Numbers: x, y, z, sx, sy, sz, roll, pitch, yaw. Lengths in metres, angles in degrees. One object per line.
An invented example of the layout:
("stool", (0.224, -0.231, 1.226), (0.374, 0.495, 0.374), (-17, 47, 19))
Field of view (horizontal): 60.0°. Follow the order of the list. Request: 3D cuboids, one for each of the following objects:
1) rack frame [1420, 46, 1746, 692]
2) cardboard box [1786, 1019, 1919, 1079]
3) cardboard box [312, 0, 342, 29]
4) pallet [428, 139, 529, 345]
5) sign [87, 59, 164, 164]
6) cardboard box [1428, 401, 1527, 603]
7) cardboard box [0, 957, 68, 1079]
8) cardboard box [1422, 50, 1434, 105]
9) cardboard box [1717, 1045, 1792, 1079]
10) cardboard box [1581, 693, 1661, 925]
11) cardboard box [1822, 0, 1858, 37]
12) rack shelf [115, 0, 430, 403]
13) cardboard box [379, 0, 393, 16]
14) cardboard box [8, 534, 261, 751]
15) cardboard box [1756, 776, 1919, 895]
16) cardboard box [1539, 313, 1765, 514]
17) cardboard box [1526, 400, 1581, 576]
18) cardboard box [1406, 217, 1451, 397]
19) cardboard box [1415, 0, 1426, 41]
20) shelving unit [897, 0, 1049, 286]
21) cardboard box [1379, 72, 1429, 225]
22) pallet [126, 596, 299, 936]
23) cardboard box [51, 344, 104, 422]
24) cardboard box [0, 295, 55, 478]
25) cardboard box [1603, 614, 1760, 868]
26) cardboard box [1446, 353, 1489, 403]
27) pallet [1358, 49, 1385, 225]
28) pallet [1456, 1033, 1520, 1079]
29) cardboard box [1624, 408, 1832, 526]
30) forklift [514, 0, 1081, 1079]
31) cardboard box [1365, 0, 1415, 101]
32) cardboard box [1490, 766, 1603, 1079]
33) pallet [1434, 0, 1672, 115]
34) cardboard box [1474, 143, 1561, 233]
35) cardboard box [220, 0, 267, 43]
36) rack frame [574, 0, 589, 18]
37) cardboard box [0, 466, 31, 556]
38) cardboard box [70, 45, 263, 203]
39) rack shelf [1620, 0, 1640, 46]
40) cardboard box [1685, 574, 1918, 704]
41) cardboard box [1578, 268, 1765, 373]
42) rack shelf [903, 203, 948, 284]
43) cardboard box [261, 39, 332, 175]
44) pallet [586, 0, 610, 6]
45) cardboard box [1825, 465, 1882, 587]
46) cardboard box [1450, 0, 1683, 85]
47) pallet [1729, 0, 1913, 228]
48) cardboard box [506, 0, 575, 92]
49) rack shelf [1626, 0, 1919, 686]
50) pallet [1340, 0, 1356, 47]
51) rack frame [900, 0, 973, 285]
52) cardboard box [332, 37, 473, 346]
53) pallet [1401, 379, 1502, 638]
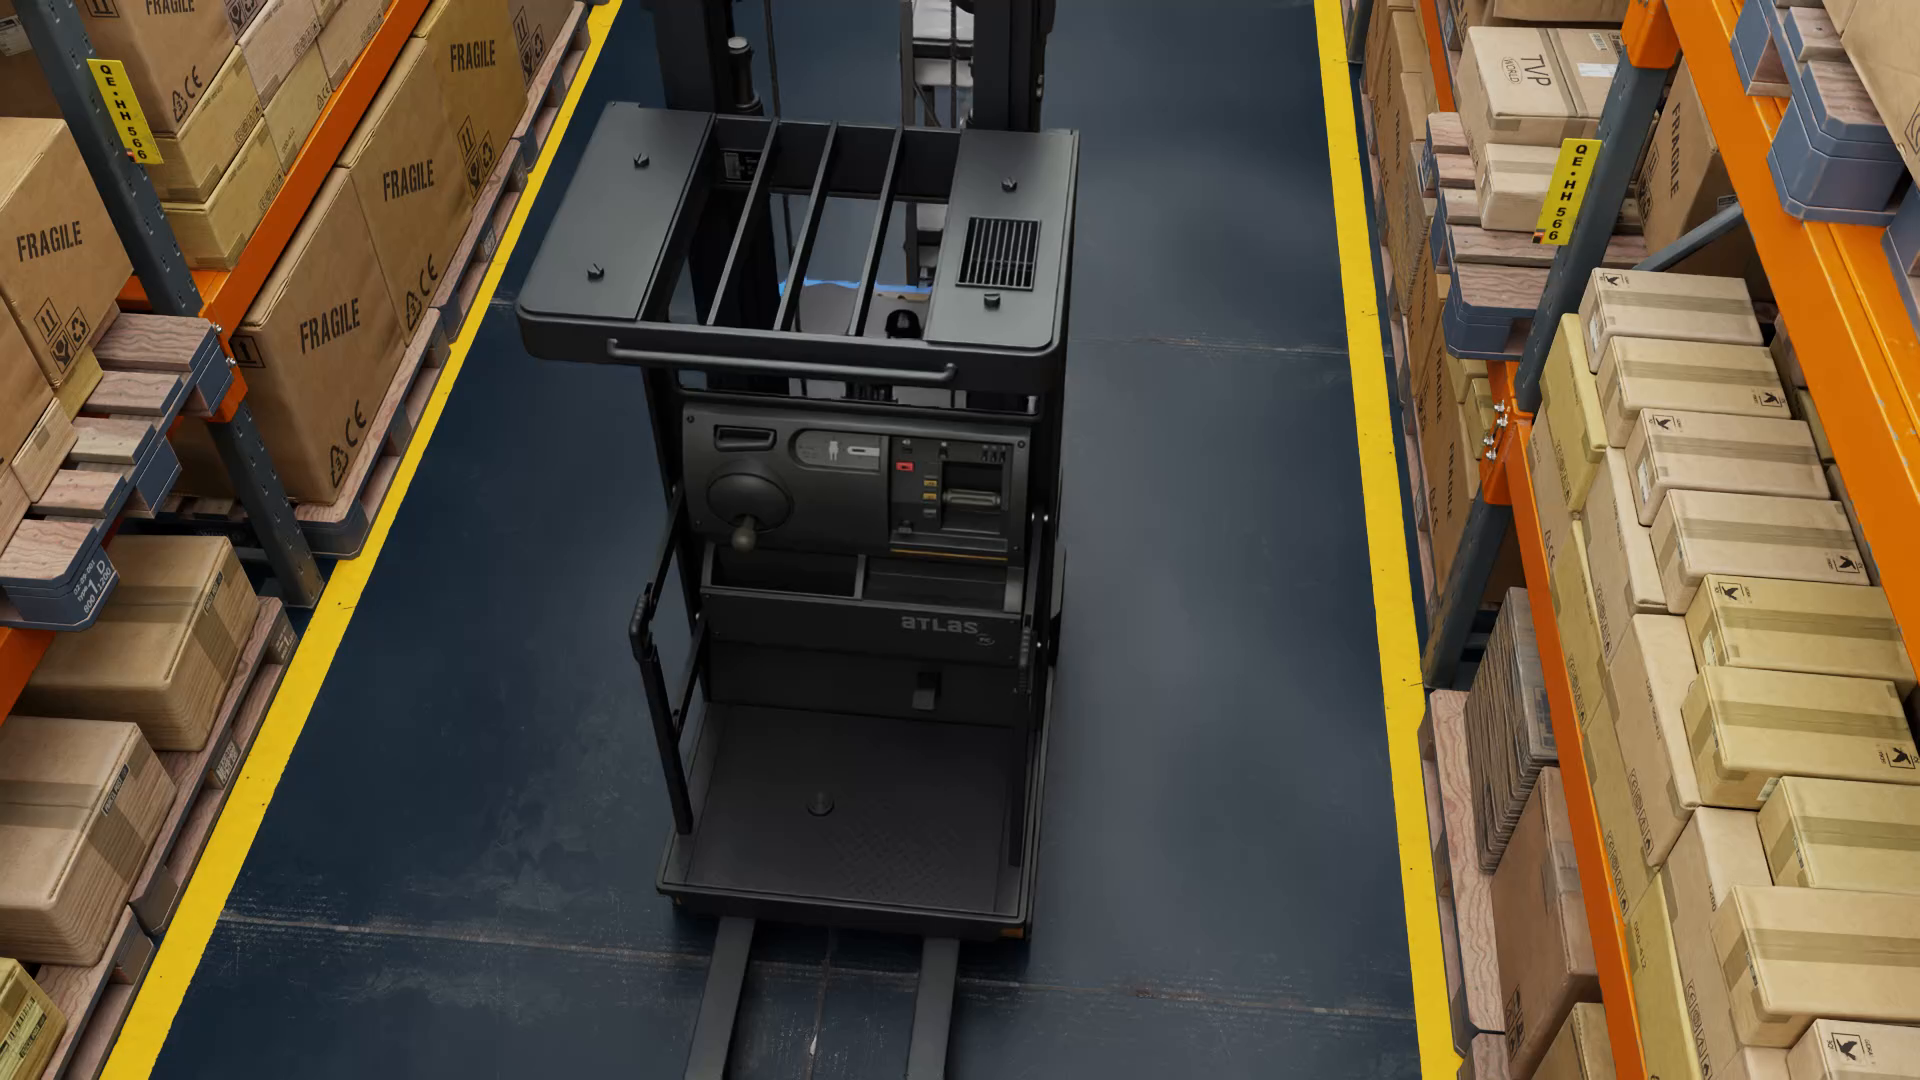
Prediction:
("rack frame", (2.114, -0.504, 4.679), (1.000, 3.000, 0.127), (4, 48, 4))
("cardboard box", (1.647, 0.975, 2.818), (0.380, 0.149, 0.250), (4, 48, 4))
("cardboard box", (-2.431, -2.054, 5.859), (0.500, 0.250, 0.500), (4, 48, 3))
("pallet", (-2.569, -1.363, 7.353), (1.003, 0.211, 1.213), (4, 48, 4))
("sign", (-2.288, -1.170, 4.556), (0.100, 0.325, 0.005), (4, 48, 4))
("cardboard box", (1.939, -0.128, 5.743), (0.500, 0.500, 0.500), (5, 48, 5))
("cardboard box", (-3.025, 1.424, 4.411), (0.950, 0.372, 0.625), (5, 48, 5))
("cardboard box", (2.149, -1.934, 6.955), (0.380, 0.149, 0.250), (4, 48, 3))
("cardboard box", (1.632, 1.185, 2.896), (0.500, 0.250, 0.500), (5, 48, 4))
("cardboard box", (1.740, 0.604, 3.766), (0.500, 0.250, 0.500), (2, 48, 2))
("cardboard box", (1.805, -1.210, 2.871), (0.500, 0.500, 0.500), (4, 48, 4))
("rack shelf", (-2.647, -2.062, 6.591), (1.077, 0.370, 4.000), (4, 48, 4))
("cardboard box", (-2.410, -2.254, 6.380), (0.500, 0.250, 0.500), (4, 48, 4))
("cardboard box", (-2.891, 0.324, 5.417), (0.950, 0.372, 0.625), (1, 48, 1))
("cardboard box", (1.757, 0.604, 3.157), (0.380, 0.149, 0.250), (4, 48, 4))
("cardboard box", (1.806, -0.315, 4.268), (0.500, 0.250, 0.500), (4, 48, 3))
("cardboard box", (1.830, -0.144, 4.451), (0.500, 0.250, 0.500), (4, 48, 4))
("cardboard box", (2.040, -0.880, 6.431), (0.500, 0.500, 0.500), (6, 48, 5))
("cardboard box", (2.221, -2.317, 7.306), (0.380, 0.149, 0.250), (2, 48, 2))
("shelving unit", (0.051, -1.049, 5.787), (0.431, 2.100, 0.503), (5, 48, 4))
("cardboard box", (2.122, -1.643, 7.129), (0.500, 0.500, 0.500), (3, 48, 2))
("pallet", (-2.902, 0.680, 5.485), (1.003, 0.211, 1.213), (4, 48, 4))
("cardboard box", (-2.577, -0.434, 4.500), (0.380, 0.149, 0.250), (5, 48, 4))
("cardboard box", (-2.630, -0.378, 4.009), (0.500, 0.500, 0.500), (3, 48, 3))
("cardboard box", (1.718, 0.438, 3.579), (0.500, 0.250, 0.500), (3, 48, 3))
("cardboard box", (1.901, -0.604, 5.740), (0.380, 0.149, 0.250), (2, 48, 2))
("pallet", (2.442, -1.902, 7.847), (1.003, 0.211, 1.213), (4, 48, 4))
("pallet", (1.886, 1.933, 4.339), (1.003, 0.211, 1.213), (4, 48, 4))
("cardboard box", (1.771, -0.156, 3.852), (0.380, 0.149, 0.250), (5, 48, 5))
("forklift", (-0.301, -0.041, 4.302), (1.130, 2.935, 3.031), (5, 48, 4))
("cardboard box", (2.210, -2.402, 7.823), (0.500, 0.500, 0.500), (6, 48, 5))
("cardboard box", (1.992, 1.093, 4.542), (0.875, 0.625, 0.625), (5, 48, 5))
("pallet", (2.287, -1.869, 6.057), (1.003, 0.211, 1.213), (4, 48, 4))
("cardboard box", (1.792, -1.070, 5.081), (0.380, 0.149, 0.250), (5, 48, 4))
("cardboard box", (-2.505, -1.918, 5.226), (0.500, 0.500, 0.500), (4, 48, 4))
("rack frame", (-2.465, -3.775, 7.670), (1.000, 3.000, 0.127), (4, 48, 4))
("cardboard box", (-2.586, -0.061, 4.159), (0.380, 0.149, 0.250), (2, 48, 2))
("cardboard box", (-2.537, -1.309, 5.178), (0.500, 0.250, 0.500), (4, 48, 3))
("rack shelf", (2.296, -2.744, 5.181), (1.077, 0.370, 4.000), (4, 48, 4))
("cardboard box", (1.766, 0.224, 3.505), (0.380, 0.149, 0.250), (4, 48, 4))
("cardboard box", (1.792, -0.543, 4.206), (0.380, 0.149, 0.250), (5, 48, 5))
("rack shelf", (0.051, -1.040, 5.797), (0.431, 0.518, 0.480), (5, 48, 4))
("cardboard box", (-2.505, -1.506, 5.696), (0.500, 0.250, 0.500), (3, 48, 2))
("pallet", (-2.318, -3.387, 9.205), (1.003, 0.211, 1.213), (4, 48, 4))
("cardboard box", (2.305, 0.102, 3.887), (0.500, 0.250, 0.500), (4, 48, 4))
("cardboard box", (2.079, -1.893, 5.594), (0.797, 0.503, 0.637), (3, 48, 3))
("pallet", (2.141, -0.948, 3.180), (1.213, 0.211, 1.003), (6, 48, 5))
("cardboard box", (-2.442, -2.738, 7.877), (0.875, 0.875, 0.875), (5, 48, 5))
("rack shelf", (1.932, 0.196, 2.493), (1.077, 0.370, 4.000), (4, 48, 4))
("pallet", (2.542, -3.007, 8.858), (1.003, 0.211, 1.213), (4, 48, 4))
("rack frame", (0.024, -0.870, 5.623), (0.400, 2.100, 0.015), (5, 48, 4))
("cardboard box", (-2.598, -1.417, 6.669), (0.875, 0.875, 0.875), (4, 48, 4))
("pallet", (2.220, -0.109, 6.207), (1.003, 0.211, 1.213), (4, 48, 4))
